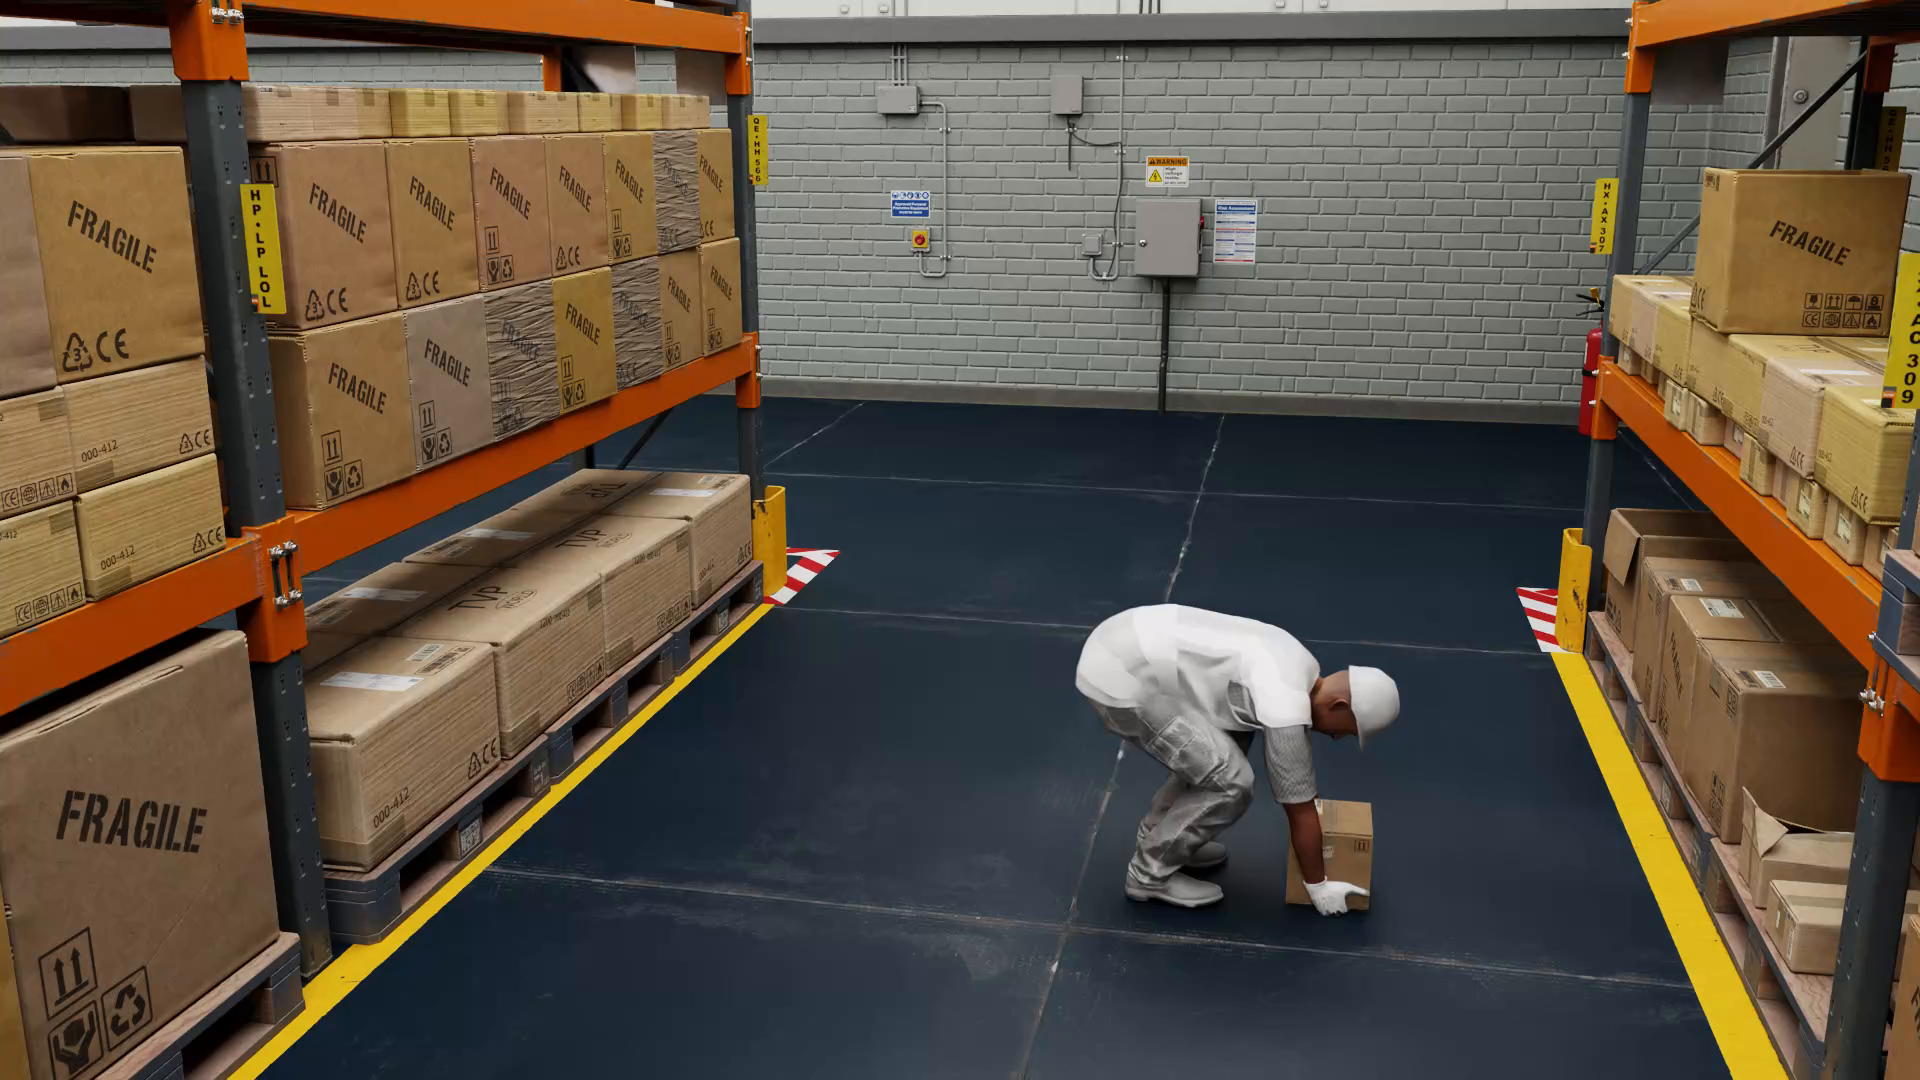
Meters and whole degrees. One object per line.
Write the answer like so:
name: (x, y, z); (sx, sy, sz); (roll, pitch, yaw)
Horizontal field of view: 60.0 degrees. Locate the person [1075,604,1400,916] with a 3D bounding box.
person: (0.852, 0.661, 5.187); (0.986, 0.916, 0.535); (2, 15, 9)
